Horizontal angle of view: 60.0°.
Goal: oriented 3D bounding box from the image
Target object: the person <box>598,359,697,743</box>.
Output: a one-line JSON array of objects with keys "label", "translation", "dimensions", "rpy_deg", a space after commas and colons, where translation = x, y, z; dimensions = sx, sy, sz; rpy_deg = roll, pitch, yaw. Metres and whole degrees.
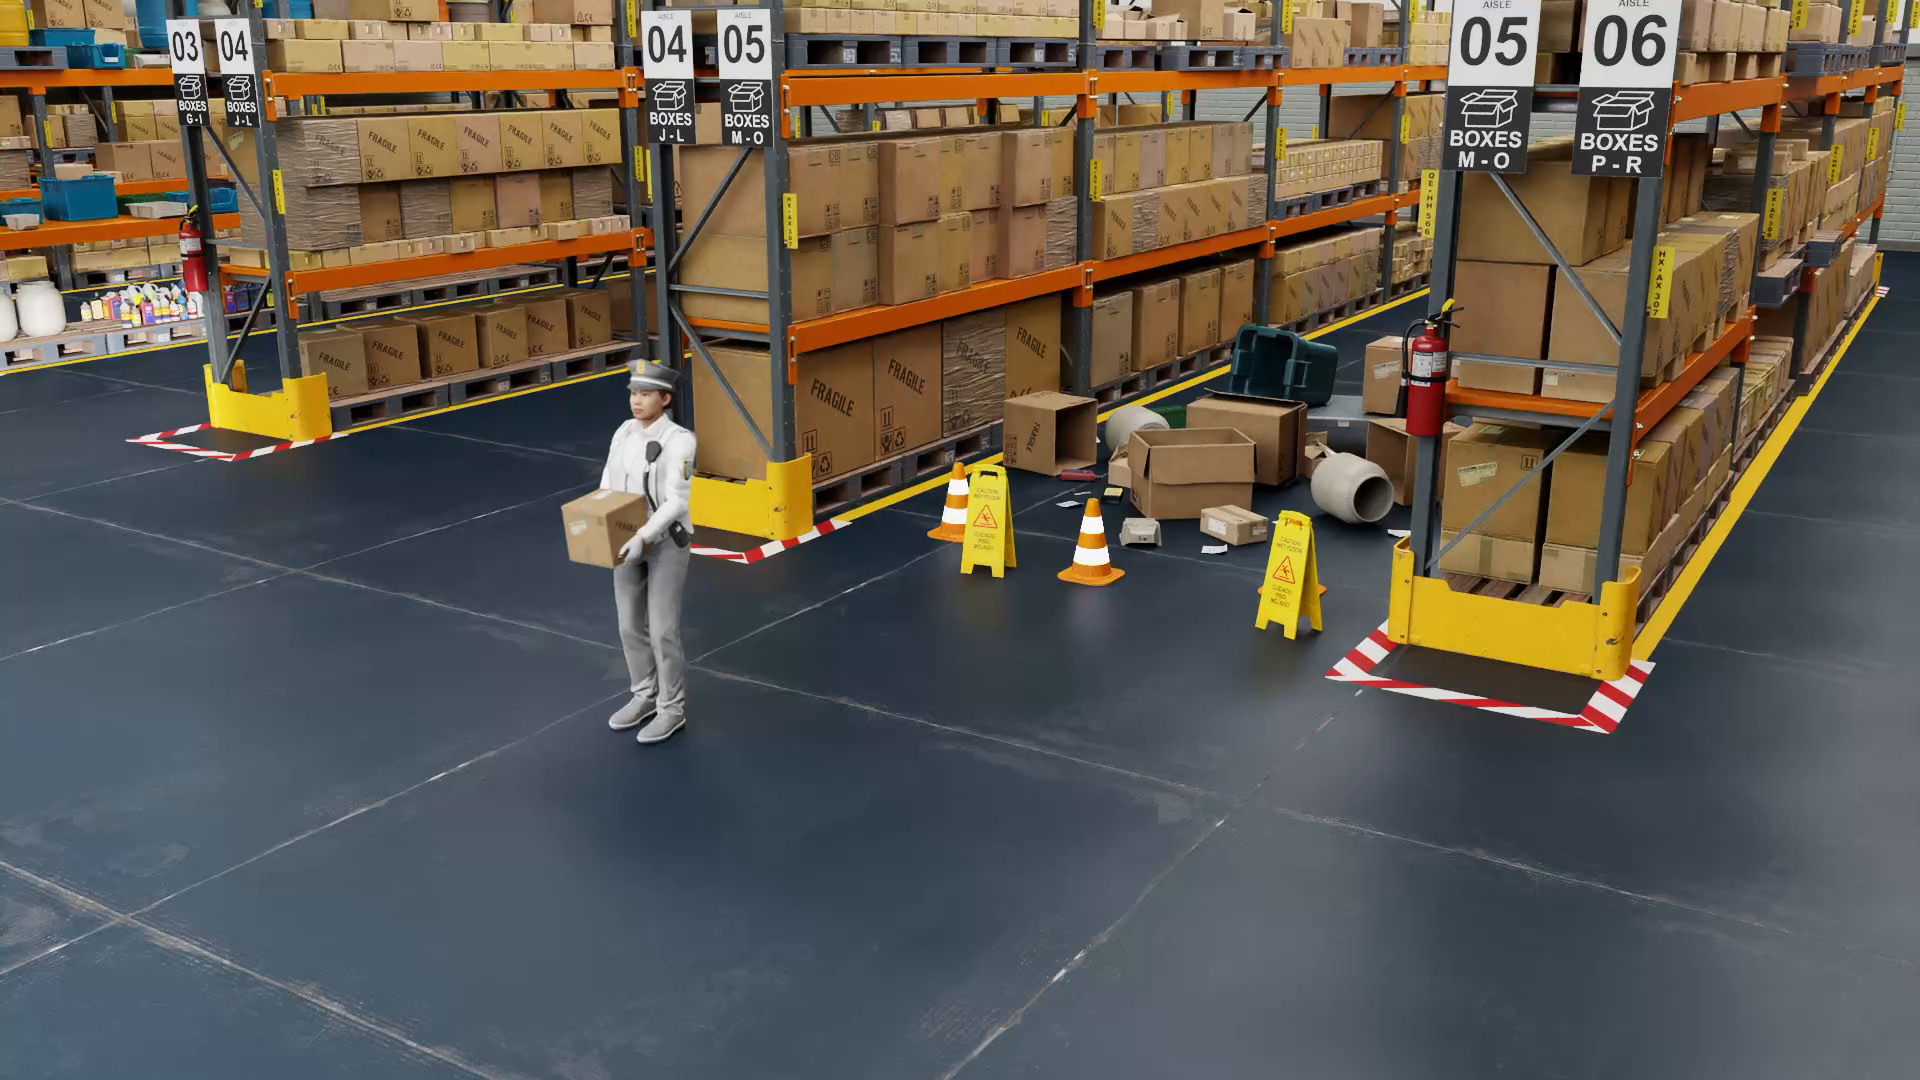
[{"label": "person", "translation": [-1.408, 0.047, 7.319], "dimensions": [0.474, 1.691, 0.540], "rpy_deg": [10, 19, 30]}]
